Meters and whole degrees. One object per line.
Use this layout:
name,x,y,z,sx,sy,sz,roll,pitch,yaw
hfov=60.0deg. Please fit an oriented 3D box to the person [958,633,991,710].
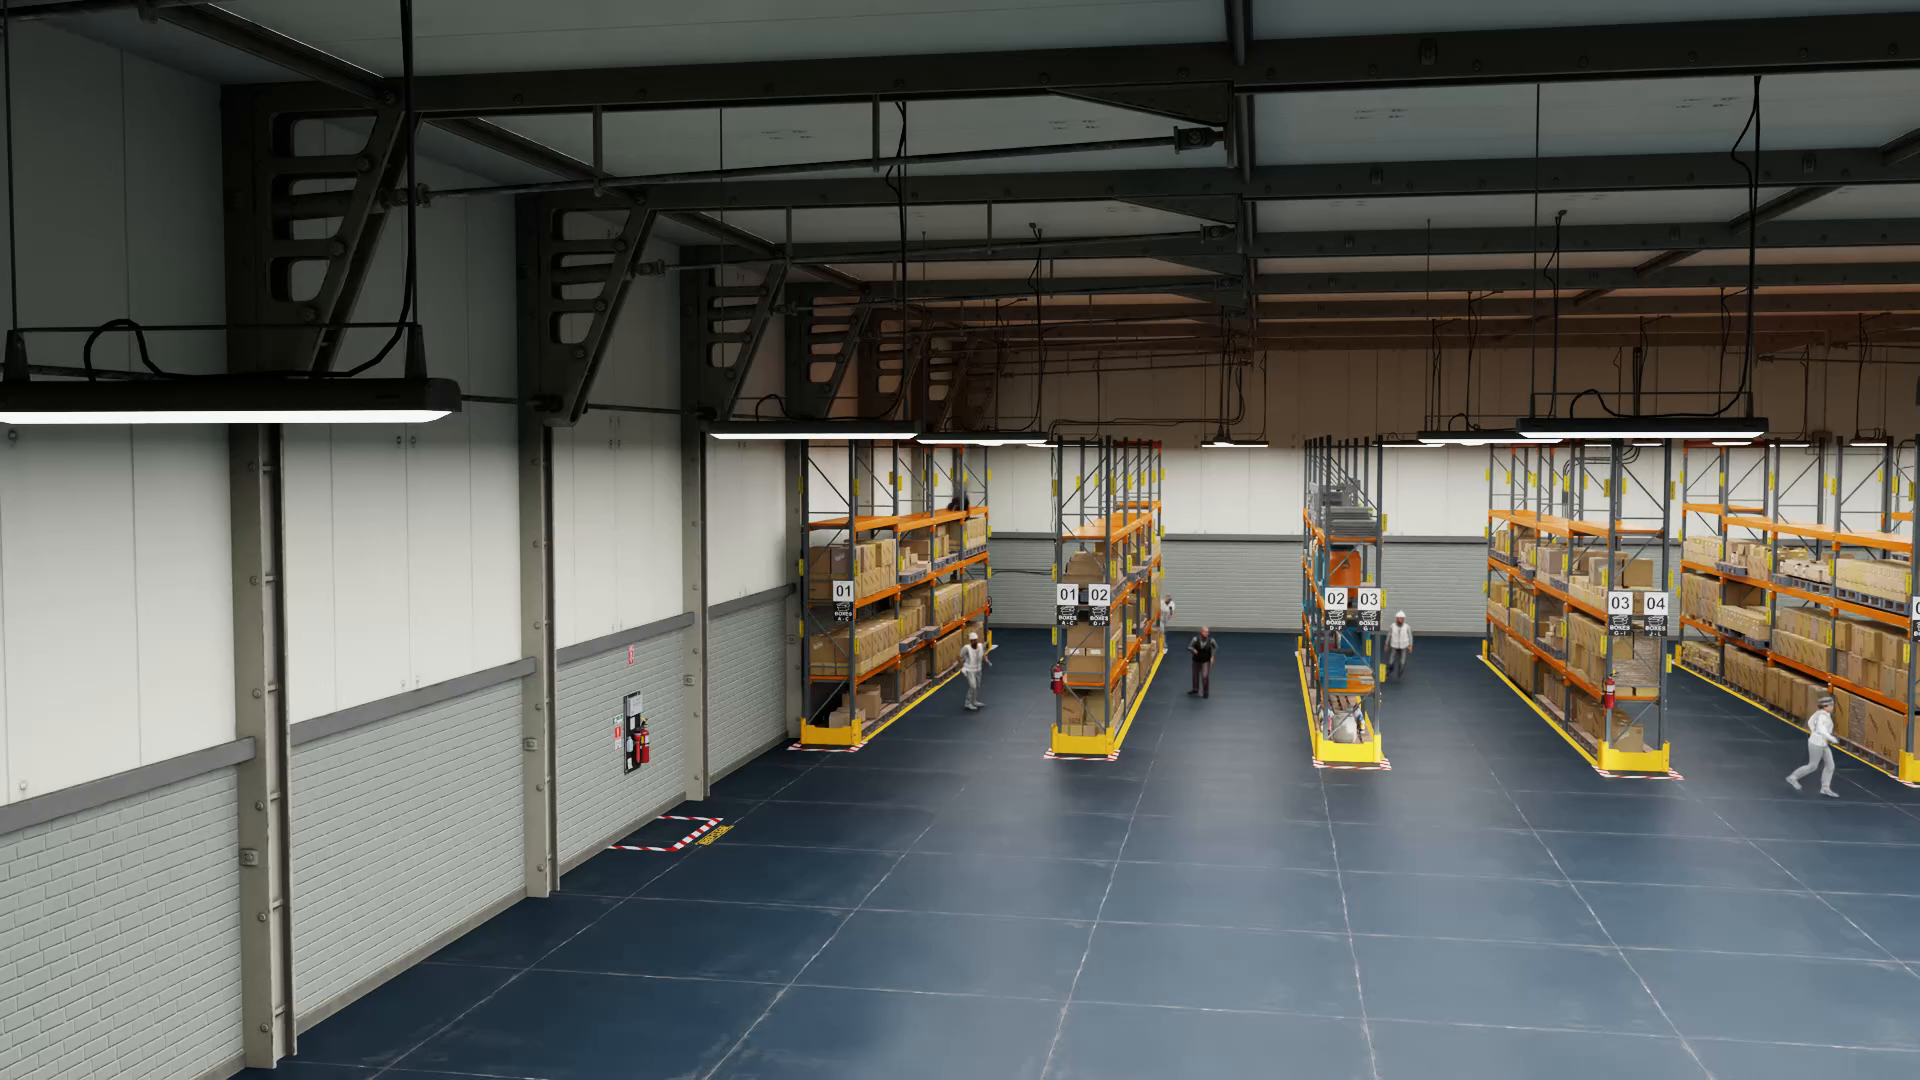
person,0.333,2.893,36.820,0.714,1.716,0.786,-3,4,-42

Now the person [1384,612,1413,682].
person,10.843,2.629,41.117,0.695,1.730,0.661,1,3,17

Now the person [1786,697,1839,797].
person,14.138,3.401,27.555,0.804,1.653,0.585,2,4,36

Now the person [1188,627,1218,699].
person,5.587,2.834,38.593,0.718,1.656,0.853,1,3,22

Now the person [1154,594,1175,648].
person,5.861,2.336,48.442,0.654,1.609,1.074,-1,3,-23
